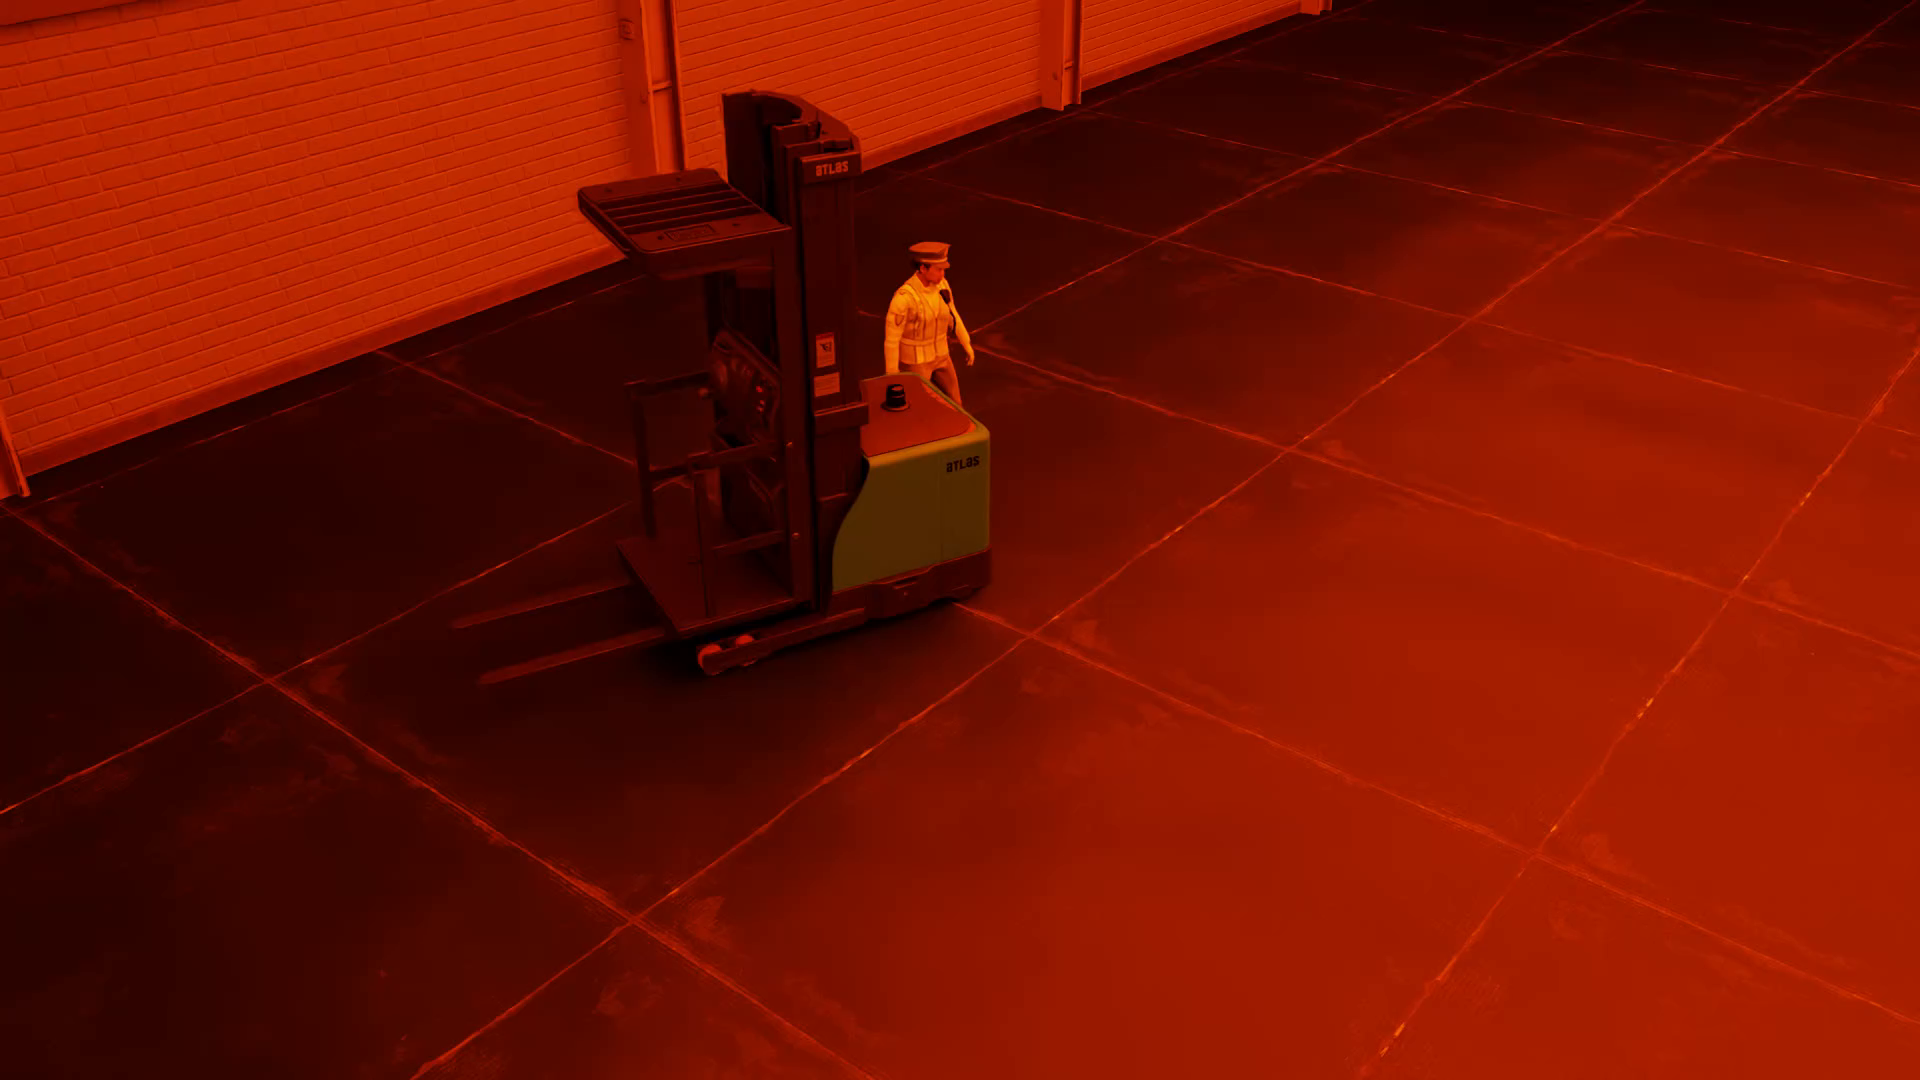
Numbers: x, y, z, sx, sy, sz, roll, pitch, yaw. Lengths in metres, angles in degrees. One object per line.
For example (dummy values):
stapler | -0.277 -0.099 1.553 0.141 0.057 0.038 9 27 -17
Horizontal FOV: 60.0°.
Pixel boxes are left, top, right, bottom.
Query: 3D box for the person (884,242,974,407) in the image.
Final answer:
person | -0.201 -1.170 10.884 0.381 1.638 0.702 25 39 36

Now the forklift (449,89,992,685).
forklift | -1.356 -0.822 9.001 3.031 2.935 1.130 -15 34 -24
